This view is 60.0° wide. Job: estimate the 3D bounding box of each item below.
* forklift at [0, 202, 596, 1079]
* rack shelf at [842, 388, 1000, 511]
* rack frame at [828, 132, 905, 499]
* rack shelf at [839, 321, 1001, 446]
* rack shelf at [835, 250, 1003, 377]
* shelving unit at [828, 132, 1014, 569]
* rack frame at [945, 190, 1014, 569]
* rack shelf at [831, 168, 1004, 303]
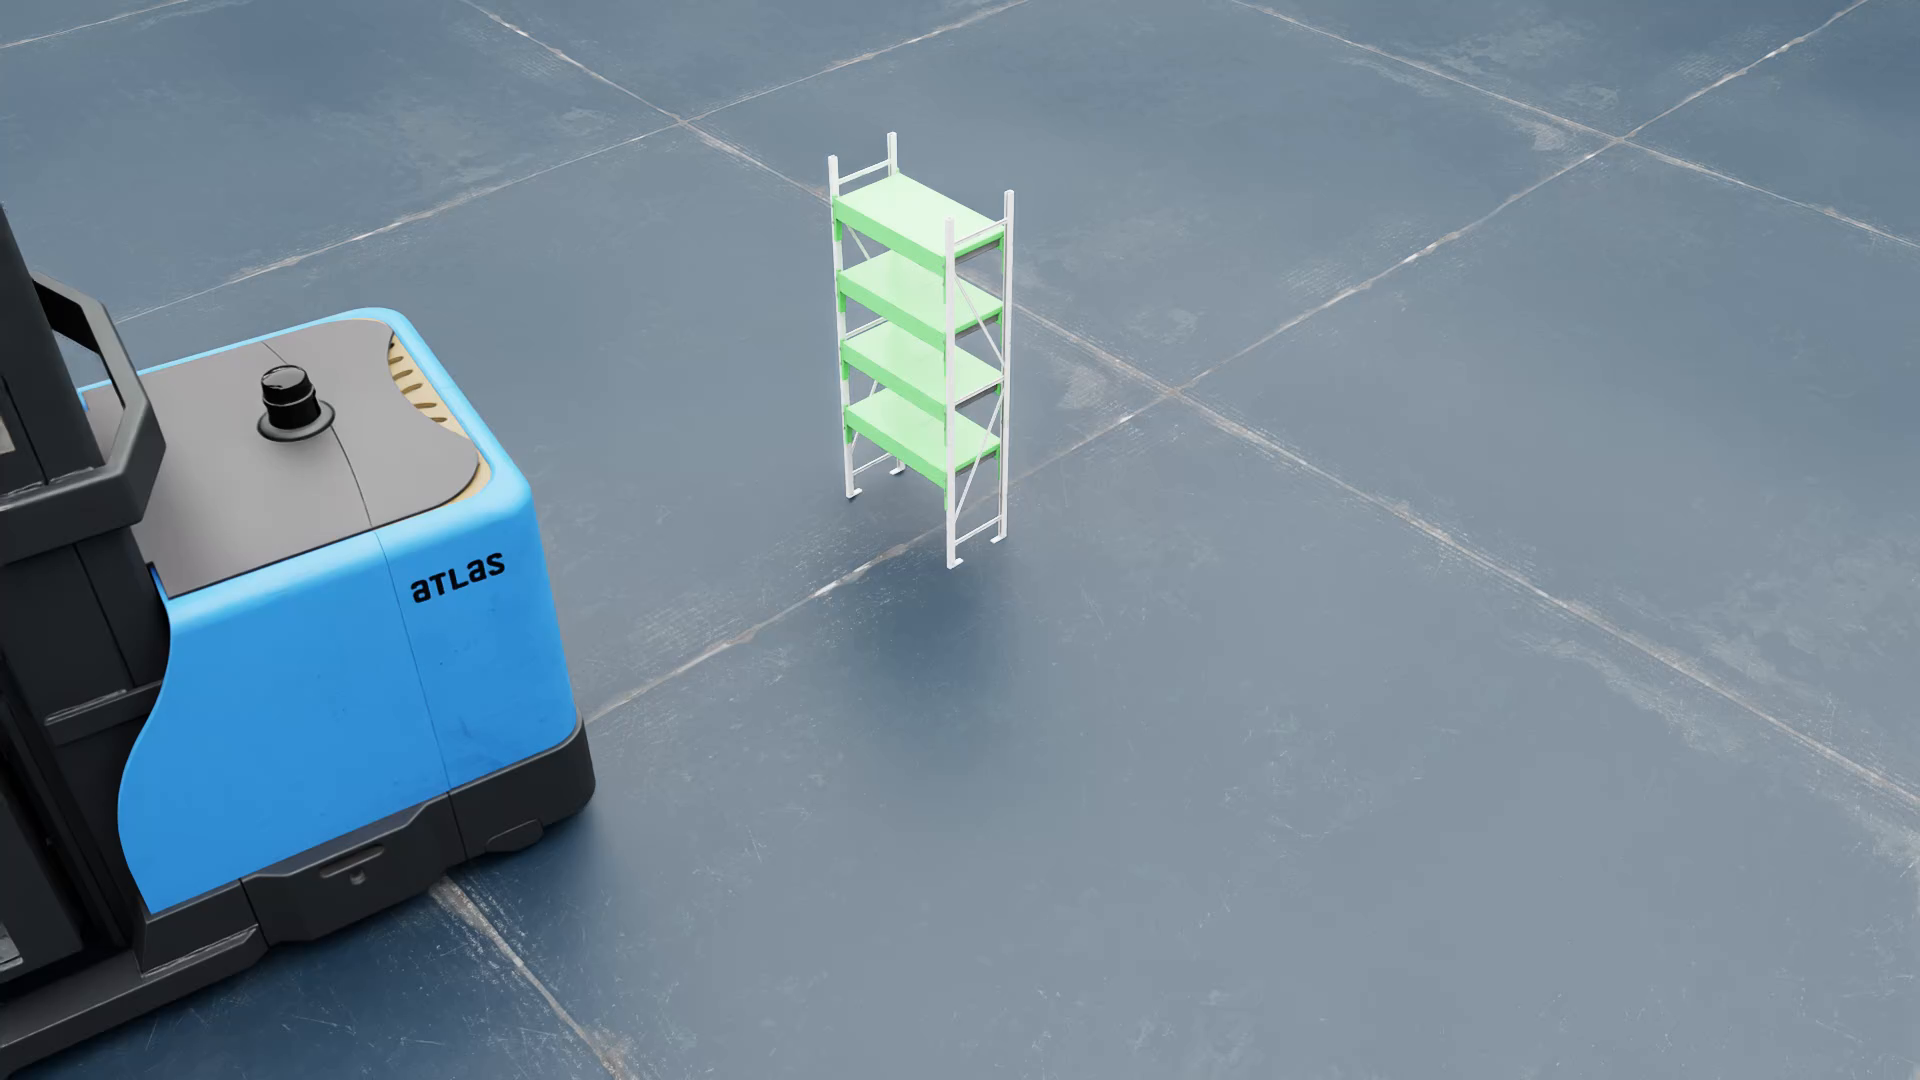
[{"bbox_3d":[-2.466,-0.175,3.134,3.031,2.935,1.130,-22,44,-25],"label":"forklift"},{"bbox_3d":[-0.112,-0.307,5.159,0.258,0.148,0.480,-30,48,-32],"label":"rack shelf"},{"bbox_3d":[-0.277,-0.656,5.108,0.240,1.200,0.015,-30,48,-32],"label":"rack frame"},{"bbox_3d":[-0.112,-0.494,5.008,0.258,0.148,0.480,-30,48,-32],"label":"rack shelf"},{"bbox_3d":[-0.112,-0.680,4.857,0.258,0.148,0.480,-30,48,-32],"label":"rack shelf"},{"bbox_3d":[-0.112,-0.543,4.968,0.258,1.200,0.503,-30,48,-32],"label":"shelving unit"},{"bbox_3d":[0.053,-0.430,4.828,0.240,1.200,0.015,-30,48,-32],"label":"rack frame"},{"bbox_3d":[-0.112,-0.867,4.706,0.258,0.148,0.480,-30,48,-32],"label":"rack shelf"}]
